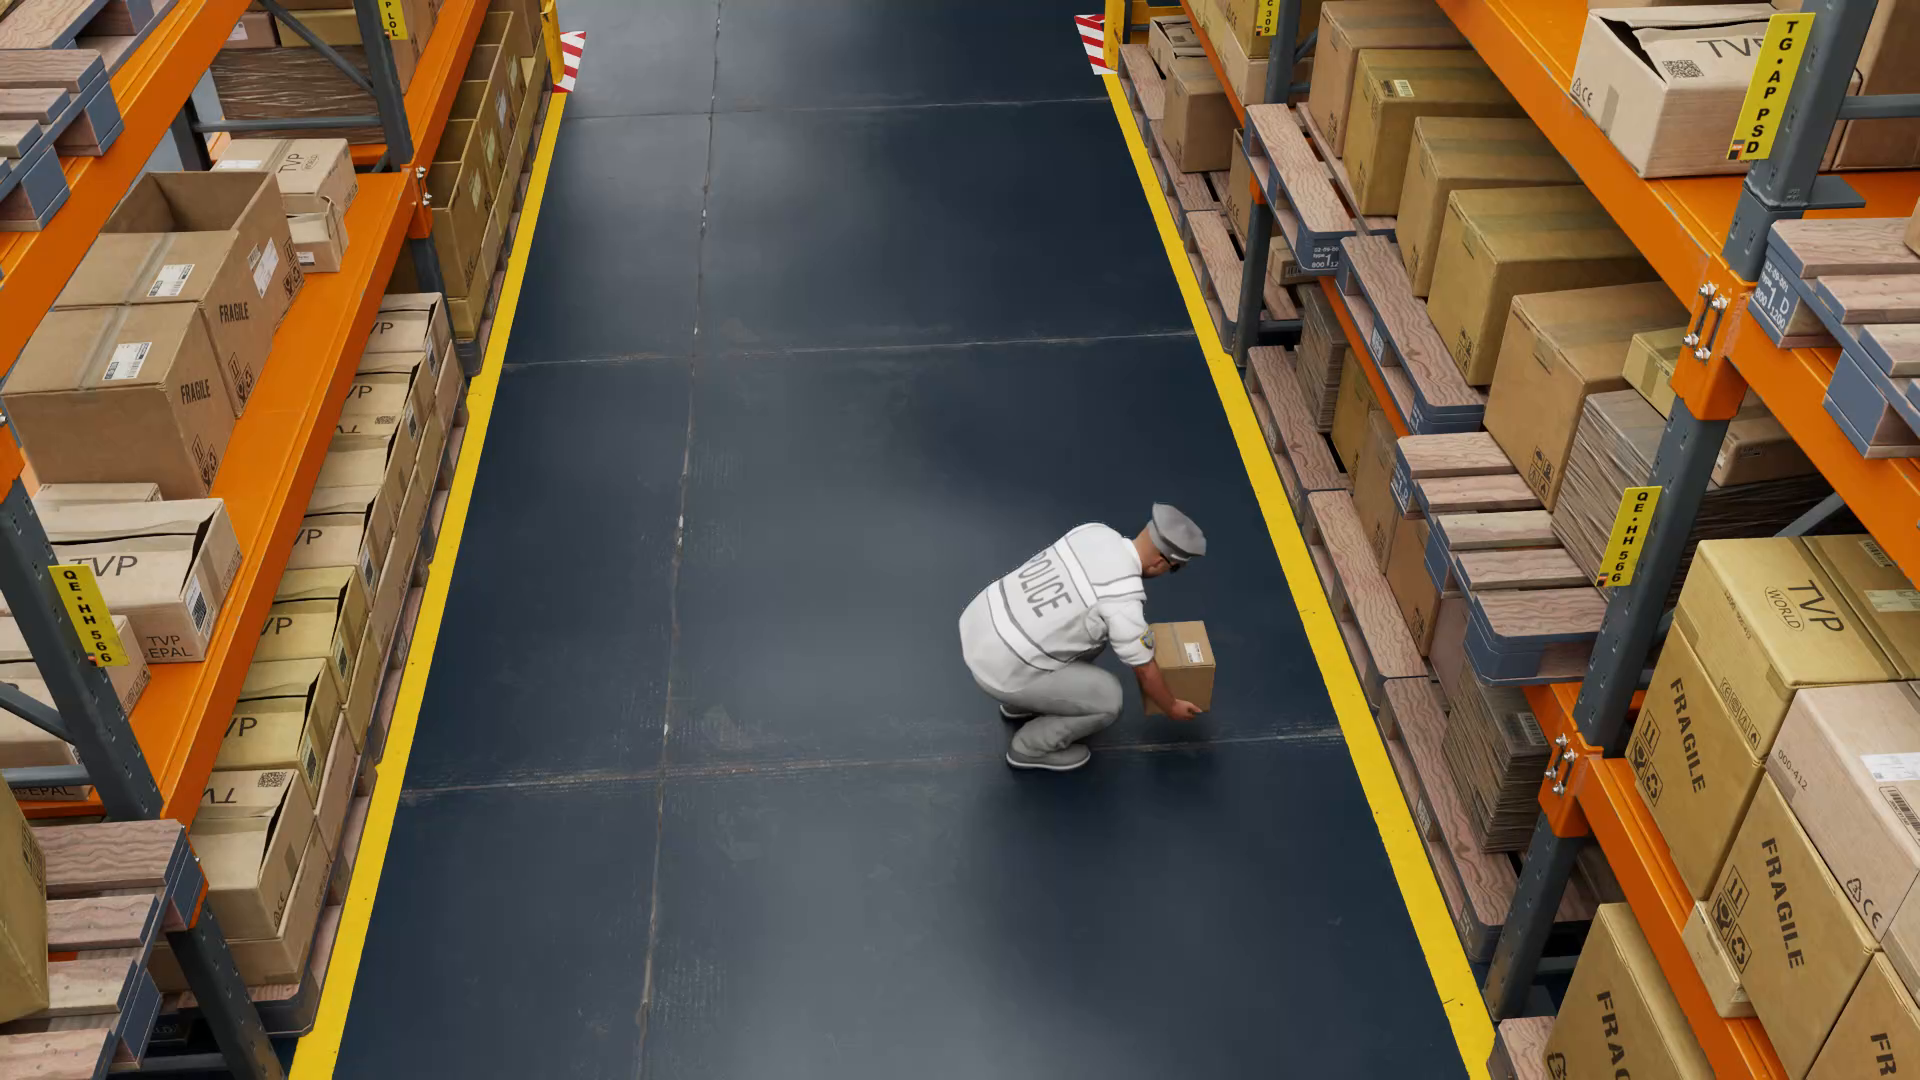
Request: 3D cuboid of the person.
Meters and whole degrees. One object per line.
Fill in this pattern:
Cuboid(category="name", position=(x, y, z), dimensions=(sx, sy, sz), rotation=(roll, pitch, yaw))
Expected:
Cuboid(category="person", position=(0.455, 0.351, 6.296), dimensions=(0.914, 1.028, 0.565), rotation=(-3, 39, -4))
